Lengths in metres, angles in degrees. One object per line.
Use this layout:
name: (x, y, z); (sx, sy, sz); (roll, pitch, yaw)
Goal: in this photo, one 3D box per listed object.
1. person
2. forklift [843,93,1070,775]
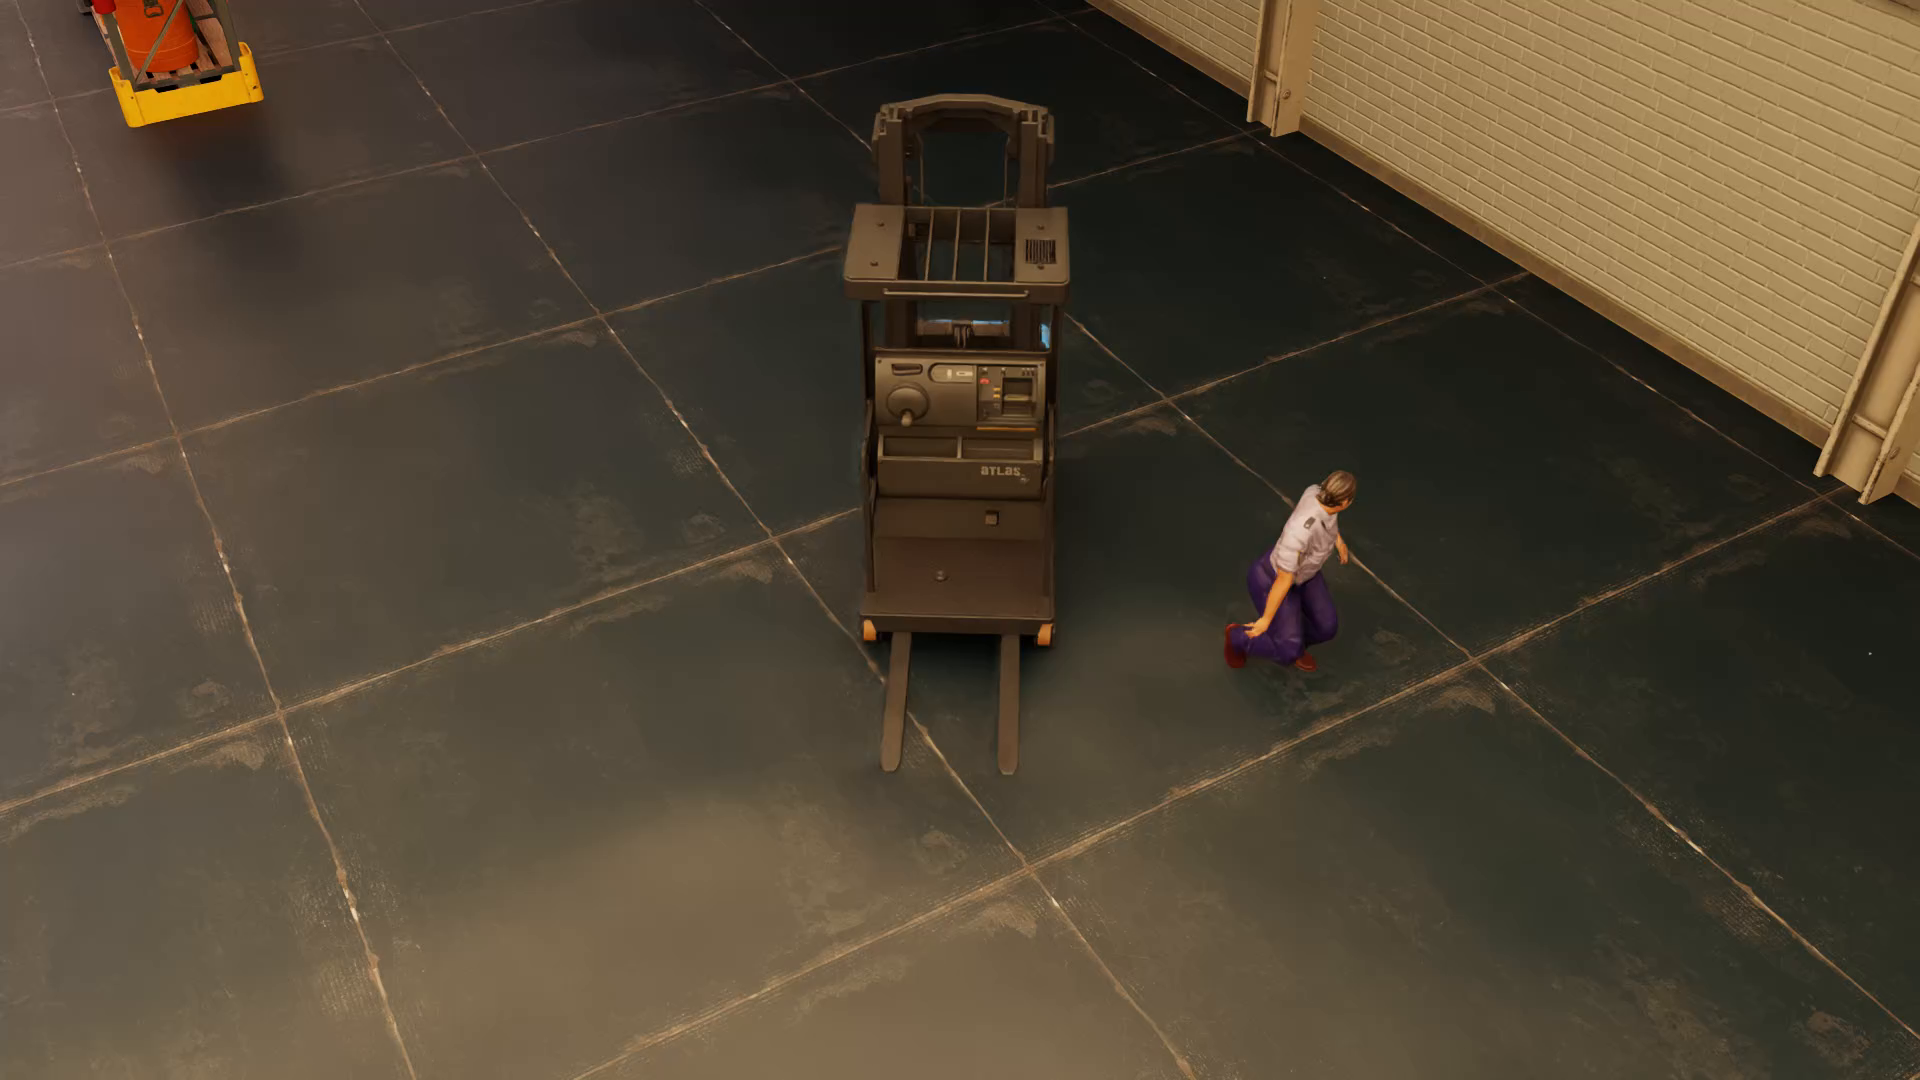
person: (1.768, 0.201, 8.981); (0.559, 1.468, 0.841); (29, 48, 30)
forklift: (-0.003, -0.728, 8.913); (1.130, 2.935, 3.031); (1, 40, 2)
